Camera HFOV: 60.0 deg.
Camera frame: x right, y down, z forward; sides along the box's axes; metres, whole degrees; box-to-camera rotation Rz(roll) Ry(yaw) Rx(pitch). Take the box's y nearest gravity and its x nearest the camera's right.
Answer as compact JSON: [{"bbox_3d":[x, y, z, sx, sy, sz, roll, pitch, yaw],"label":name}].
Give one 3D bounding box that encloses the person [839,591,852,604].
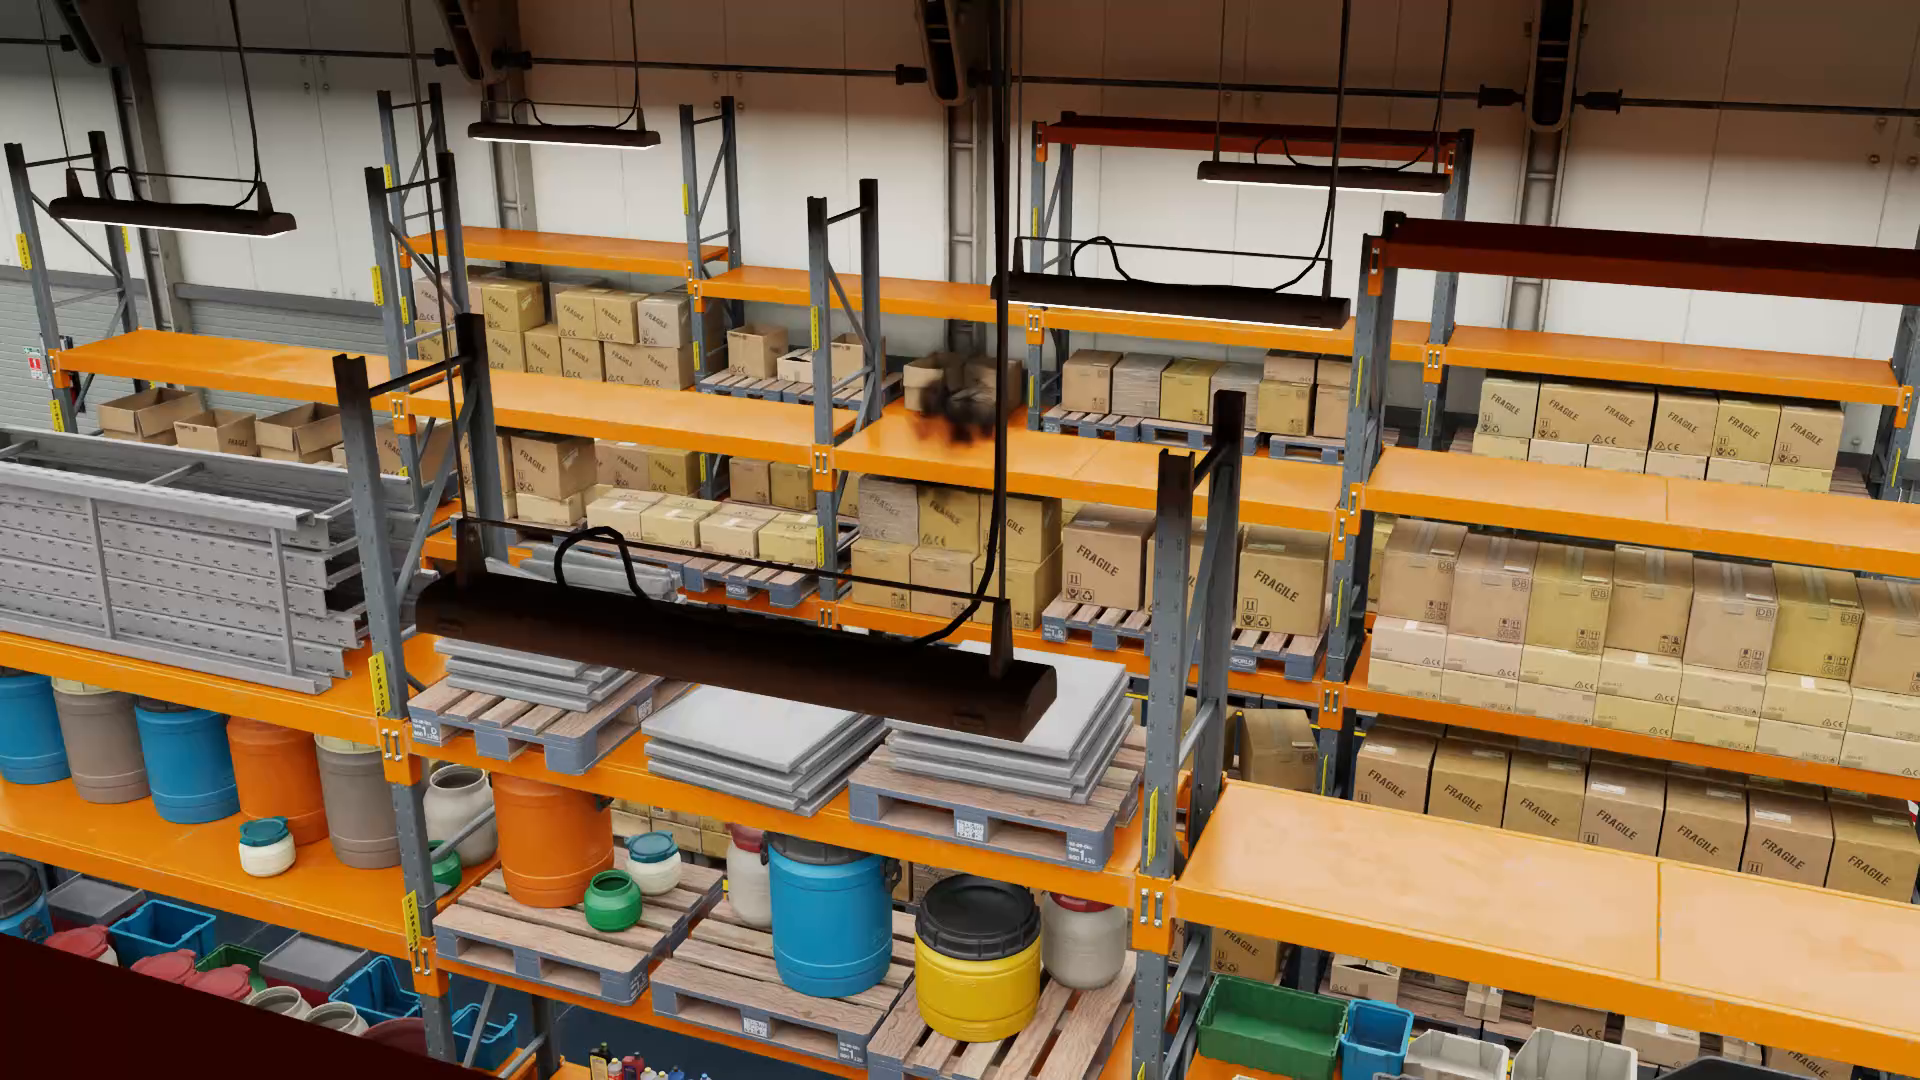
[{"bbox_3d":[-1.034,1.284,15.870,0.392,1.680,0.335,6,22,15],"label":"person"}]
